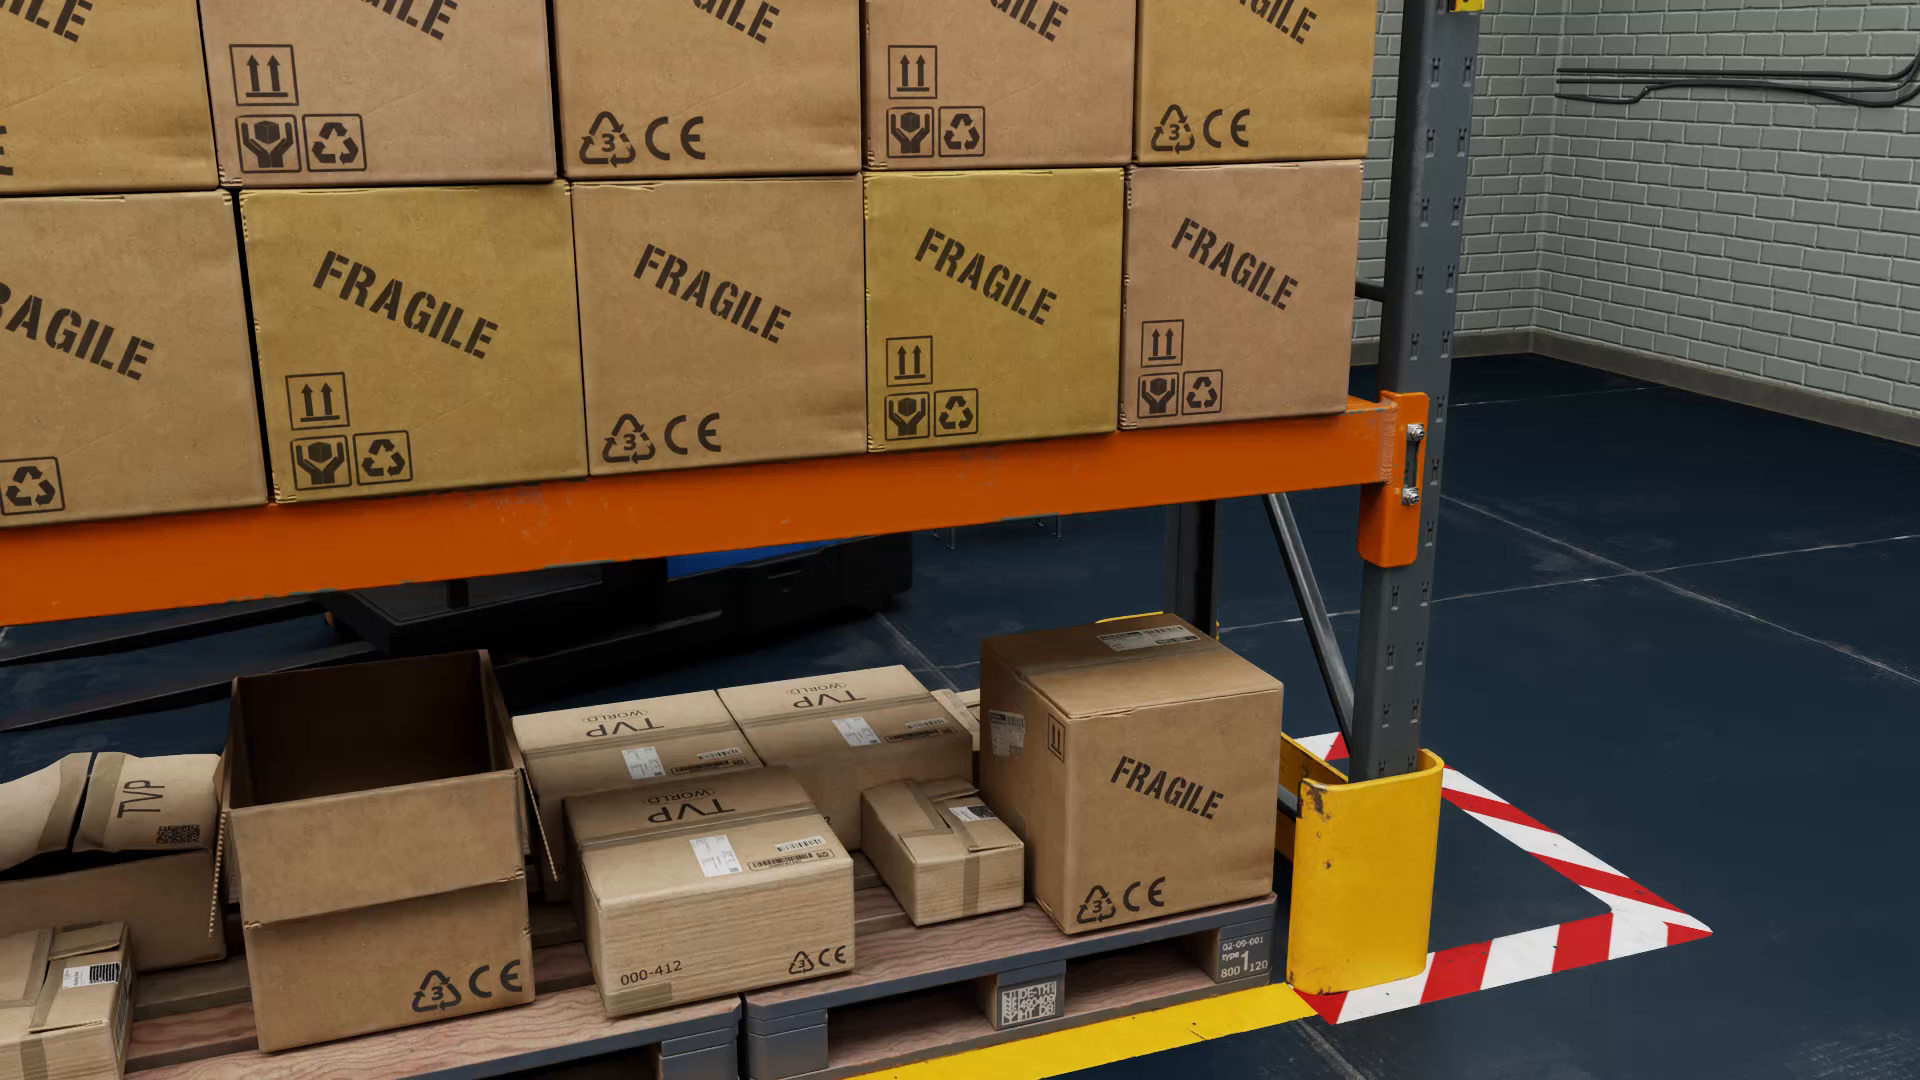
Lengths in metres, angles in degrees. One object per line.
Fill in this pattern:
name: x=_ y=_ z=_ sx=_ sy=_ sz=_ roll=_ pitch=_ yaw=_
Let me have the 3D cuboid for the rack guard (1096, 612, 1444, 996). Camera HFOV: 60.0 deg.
rack guard: x=0.715 y=0.601 z=4.165 sx=0.348 sy=0.500 sz=1.175 roll=-6 pitch=17 yaw=-20

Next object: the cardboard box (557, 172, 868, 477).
cardboard box: x=-0.486 y=-0.435 z=3.080 sx=0.500 sy=0.500 sz=0.500 roll=-6 pitch=17 yaw=-20

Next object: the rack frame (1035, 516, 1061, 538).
rack frame: x=0.382 y=-0.617 z=7.070 sx=0.015 sy=1.200 sz=0.240 roll=-6 pitch=17 yaw=-20

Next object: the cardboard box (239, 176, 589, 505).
cardboard box: x=-0.957 y=-0.385 z=2.907 sx=0.500 sy=0.500 sz=0.500 roll=-6 pitch=18 yaw=-21

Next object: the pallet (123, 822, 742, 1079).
pallet: x=-1.167 y=0.942 z=3.516 sx=1.213 sy=0.211 sz=1.003 roll=-6 pitch=17 yaw=-20

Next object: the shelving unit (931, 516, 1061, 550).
shelving unit: x=0.155 y=-0.592 z=6.986 sx=0.503 sy=1.200 sz=0.258 roll=-6 pitch=17 yaw=-20

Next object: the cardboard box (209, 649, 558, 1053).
cardboard box: x=-1.197 y=0.593 z=3.405 sx=0.637 sy=0.503 sz=0.797 roll=-6 pitch=17 yaw=-20

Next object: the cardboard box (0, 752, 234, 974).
cardboard box: x=-1.819 y=0.668 z=3.490 sx=0.500 sy=0.311 sz=0.500 roll=-6 pitch=17 yaw=-20

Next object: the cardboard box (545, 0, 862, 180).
cardboard box: x=-0.486 y=-0.912 z=2.929 sx=0.500 sy=0.500 sz=0.500 roll=-6 pitch=17 yaw=-19

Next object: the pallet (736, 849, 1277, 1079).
pallet: x=-0.030 y=0.820 z=3.932 sx=1.213 sy=0.211 sz=1.003 roll=-6 pitch=17 yaw=-20

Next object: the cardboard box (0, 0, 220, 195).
cardboard box: x=-1.447 y=-0.808 z=2.574 sx=0.500 sy=0.500 sz=0.500 roll=-7 pitch=18 yaw=-22

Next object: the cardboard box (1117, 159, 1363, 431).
cardboard box: x=0.465 y=-0.538 z=3.428 sx=0.500 sy=0.500 sz=0.500 roll=-6 pitch=17 yaw=-18

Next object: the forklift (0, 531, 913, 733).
forklift: x=-1.646 y=-1.010 z=5.337 sx=3.031 sy=2.935 sz=1.130 roll=-13 pitch=21 yaw=-37

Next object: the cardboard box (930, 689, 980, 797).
cardboard box: x=0.038 y=0.519 z=4.255 sx=0.250 sy=0.166 sz=0.380 roll=-6 pitch=17 yaw=-20

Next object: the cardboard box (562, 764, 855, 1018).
cardboard box: x=-0.532 y=0.709 z=3.458 sx=0.500 sy=0.250 sz=0.500 roll=-6 pitch=17 yaw=-20

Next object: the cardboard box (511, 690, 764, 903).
cardboard box: x=-0.758 y=0.583 z=3.889 sx=0.500 sy=0.250 sz=0.500 roll=-6 pitch=17 yaw=-20

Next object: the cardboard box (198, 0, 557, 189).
cardboard box: x=-0.965 y=-0.860 z=2.752 sx=0.500 sy=0.500 sz=0.500 roll=-6 pitch=17 yaw=-18

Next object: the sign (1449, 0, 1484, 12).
sign: x=0.965 y=-1.165 z=3.128 sx=0.005 sy=0.325 sz=0.100 roll=-6 pitch=17 yaw=-20

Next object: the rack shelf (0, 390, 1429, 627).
rack shelf: x=-1.082 y=-0.060 z=3.254 sx=4.000 sy=0.370 sz=1.077 roll=-6 pitch=17 yaw=-20

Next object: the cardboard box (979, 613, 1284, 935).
cardboard box: x=0.366 y=0.502 z=3.722 sx=0.500 sy=0.500 sz=0.500 roll=-6 pitch=17 yaw=-20

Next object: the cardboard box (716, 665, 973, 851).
cardboard box: x=-0.291 y=0.532 z=4.061 sx=0.500 sy=0.250 sz=0.500 roll=-6 pitch=17 yaw=-20

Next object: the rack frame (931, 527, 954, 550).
rack frame: x=-0.073 y=-0.568 z=6.902 sx=0.015 sy=1.200 sz=0.240 roll=-6 pitch=17 yaw=-20

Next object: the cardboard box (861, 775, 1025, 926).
cardboard box: x=-0.044 y=0.679 z=3.711 sx=0.250 sy=0.166 sz=0.380 roll=-6 pitch=17 yaw=-20

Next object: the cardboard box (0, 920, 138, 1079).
cardboard box: x=-1.676 y=0.870 z=3.059 sx=0.250 sy=0.166 sz=0.380 roll=-6 pitch=17 yaw=-20

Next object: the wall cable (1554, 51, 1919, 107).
wall cable: x=4.419 y=-3.774 z=9.490 sx=0.112 sy=2.526 sz=3.097 roll=-6 pitch=17 yaw=-20

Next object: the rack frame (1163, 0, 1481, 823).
rack frame: x=0.786 y=-0.606 z=3.839 sx=0.127 sy=3.000 sz=1.000 roll=-6 pitch=17 yaw=-20

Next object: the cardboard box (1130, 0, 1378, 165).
cardboard box: x=0.468 y=-1.017 z=3.285 sx=0.500 sy=0.500 sz=0.500 roll=-6 pitch=18 yaw=-21

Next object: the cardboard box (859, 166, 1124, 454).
cardboard box: x=-0.018 y=-0.484 z=3.246 sx=0.500 sy=0.500 sz=0.500 roll=-6 pitch=17 yaw=-20

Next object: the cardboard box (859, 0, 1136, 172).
cardboard box: x=-0.003 y=-0.966 z=3.111 sx=0.500 sy=0.500 sz=0.500 roll=-6 pitch=17 yaw=-19

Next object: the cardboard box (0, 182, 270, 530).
cardboard box: x=-1.431 y=-0.333 z=2.731 sx=0.500 sy=0.500 sz=0.500 roll=-6 pitch=17 yaw=-20
